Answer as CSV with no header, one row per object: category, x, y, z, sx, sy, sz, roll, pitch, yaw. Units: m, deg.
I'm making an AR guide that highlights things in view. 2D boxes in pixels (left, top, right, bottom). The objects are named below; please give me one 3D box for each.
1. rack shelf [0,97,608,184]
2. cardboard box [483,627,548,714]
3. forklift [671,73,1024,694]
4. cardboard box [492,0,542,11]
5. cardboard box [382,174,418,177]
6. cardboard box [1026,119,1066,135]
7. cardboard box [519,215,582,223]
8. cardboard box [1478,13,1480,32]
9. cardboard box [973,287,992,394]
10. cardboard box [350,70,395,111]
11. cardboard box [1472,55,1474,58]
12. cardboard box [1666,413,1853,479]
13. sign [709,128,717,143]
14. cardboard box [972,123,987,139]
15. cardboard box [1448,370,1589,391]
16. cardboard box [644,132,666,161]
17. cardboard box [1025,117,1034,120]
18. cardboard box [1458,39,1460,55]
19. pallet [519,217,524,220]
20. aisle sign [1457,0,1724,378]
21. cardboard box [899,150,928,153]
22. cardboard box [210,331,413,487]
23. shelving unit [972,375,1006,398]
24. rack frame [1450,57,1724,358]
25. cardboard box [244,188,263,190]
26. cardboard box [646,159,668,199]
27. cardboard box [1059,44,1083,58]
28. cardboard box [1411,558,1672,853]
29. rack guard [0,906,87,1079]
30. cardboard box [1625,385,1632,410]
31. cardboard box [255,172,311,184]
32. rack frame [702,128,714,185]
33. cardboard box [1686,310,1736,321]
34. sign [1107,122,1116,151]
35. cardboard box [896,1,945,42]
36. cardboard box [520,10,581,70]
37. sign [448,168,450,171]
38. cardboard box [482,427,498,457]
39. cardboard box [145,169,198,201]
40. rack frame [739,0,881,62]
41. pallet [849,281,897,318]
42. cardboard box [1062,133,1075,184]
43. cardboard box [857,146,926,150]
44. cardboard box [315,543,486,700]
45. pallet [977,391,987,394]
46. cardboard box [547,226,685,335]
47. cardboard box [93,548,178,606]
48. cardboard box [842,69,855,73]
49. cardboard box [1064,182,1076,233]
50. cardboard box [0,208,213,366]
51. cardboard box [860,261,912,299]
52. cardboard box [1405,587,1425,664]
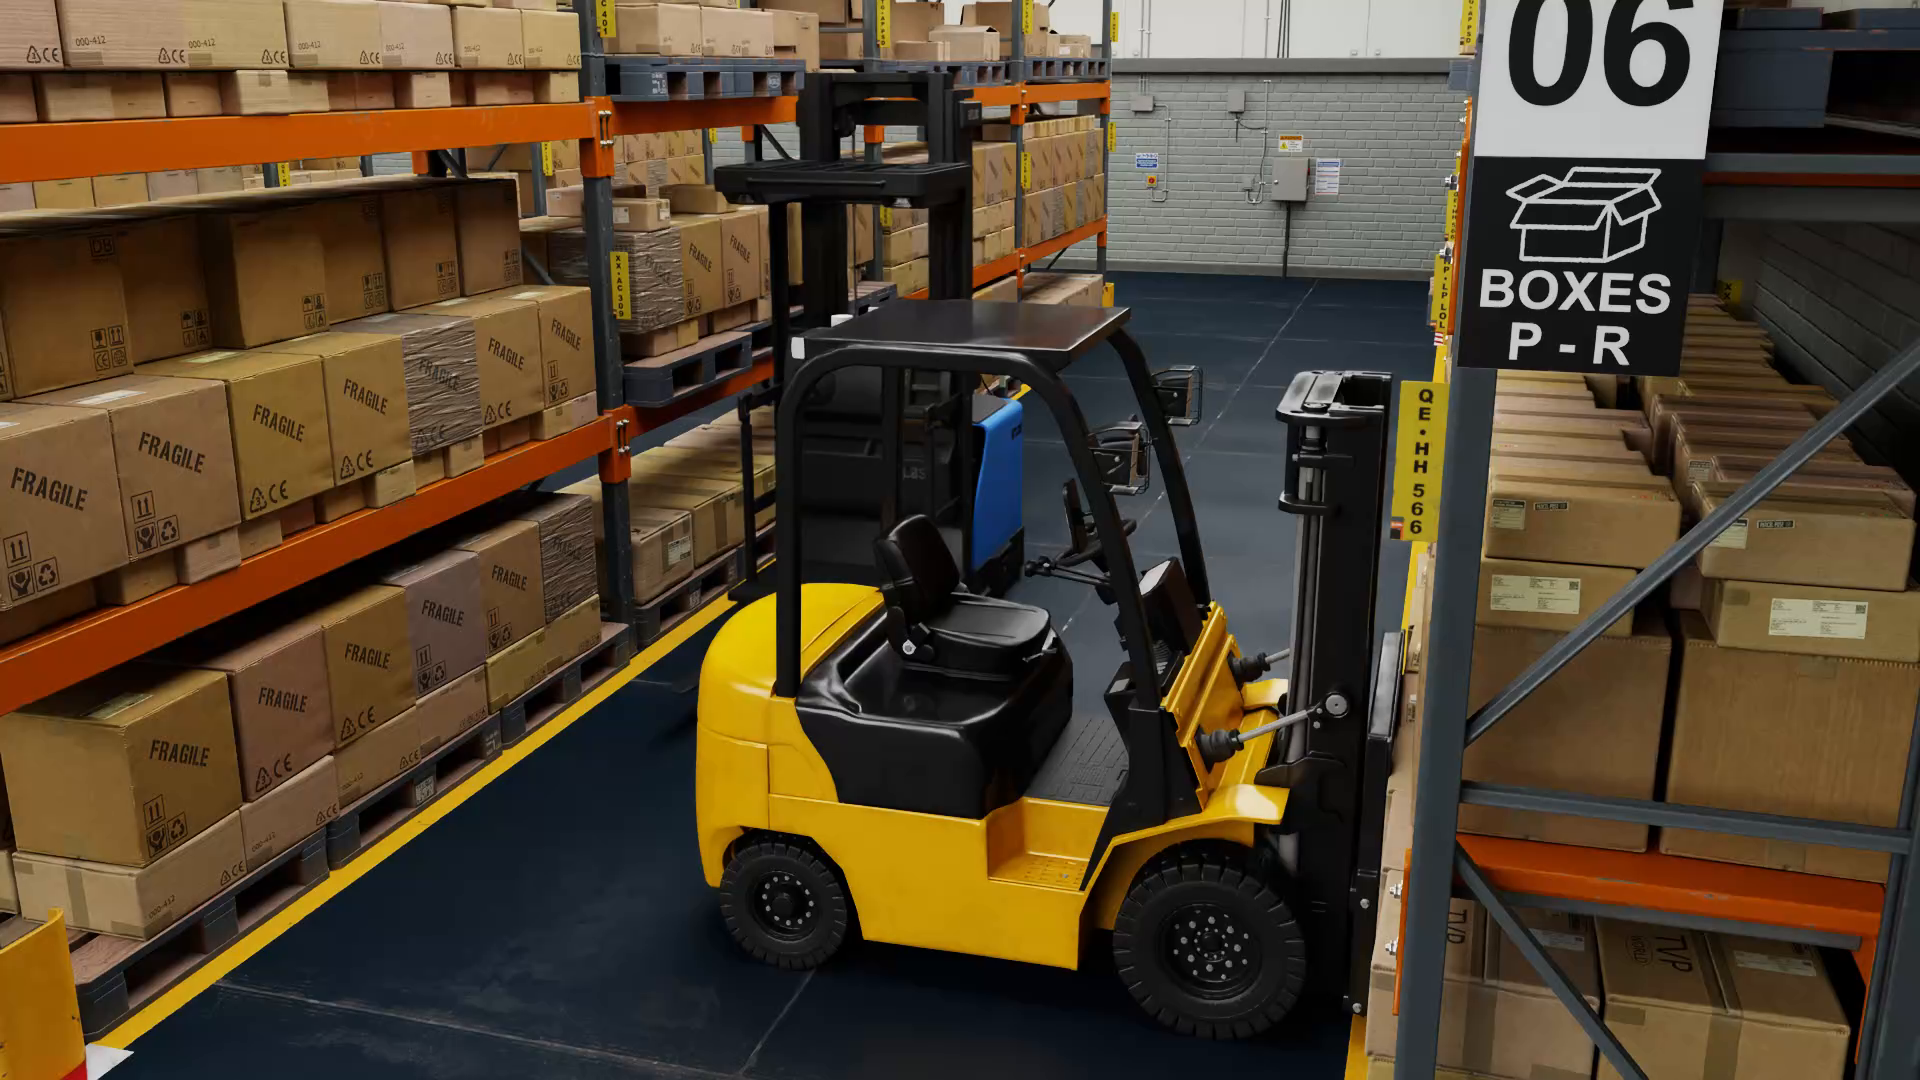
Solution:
rack shelf,-2.754,-1.442,6.237,1.077,0.370,4.000,5,16,16
cardboard box,-2.238,0.568,7.599,0.500,0.250,0.500,4,16,14
forklift,-0.543,-0.871,8.529,1.130,2.935,3.031,5,17,17
cardboard box,-2.067,-2.400,7.297,0.380,0.149,0.250,4,16,14
cardboard box,-5.389,-3.478,16.196,0.380,0.149,0.250,5,17,16
cardboard box,0.877,-4.262,17.154,0.380,0.149,0.250,5,16,16
cardboard box,-2.135,-1.530,9.228,0.500,0.500,0.500,5,17,16
cardboard box,1.937,-1.762,5.554,0.380,0.149,0.250,5,17,18
cardboard box,-0.261,-1.736,14.576,0.875,0.875,0.875,5,17,17
cardboard box,-2.444,-1.755,6.482,0.380,0.149,0.250,5,17,17
cardboard box,4.882,-4.374,14.985,0.500,0.250,0.500,4,16,14
cardboard box,1.991,-0.212,4.163,0.380,0.149,0.250,5,17,16
sign,-3.024,-5.026,20.351,0.100,0.325,0.005,5,16,16
cardboard box,0.049,-3.968,16.118,0.380,0.149,0.250,5,17,17
cardboard box,1.604,-0.393,4.800,0.380,0.149,0.250,5,17,17
cardboard box,-3.725,-4.629,19.092,0.500,0.500,0.500,6,17,19
cardboard box,0.586,-4.501,17.998,0.380,0.149,0.250,5,17,16
cardboard box,4.275,-4.037,13.577,0.380,0.149,0.250,5,17,16
pallet,-5.044,-3.038,16.394,1.003,0.211,1.213,5,16,16
aisle sign,1.137,-0.694,3.015,0.394,0.787,0.004,5,16,16
cardboard box,-0.234,-2.950,13.719,0.500,0.500,0.500,5,17,17
cardboard box,-2.498,-0.518,6.431,0.500,0.500,0.500,4,16,15
shelving unit,-0.002,-0.720,10.619,0.431,1.500,0.755,5,16,16
rack frame,2.574,-0.484,7.040,1.000,3.000,0.127,5,16,16
cardboard box,-5.976,-2.937,14.289,0.380,0.149,0.250,5,17,18
cardboard box,-3.718,-4.151,19.239,0.500,0.500,0.500,5,16,16
cardboard box,1.140,-5.339,18.168,0.380,0.149,0.250,3,16,12
cardboard box,1.326,0.365,3.862,0.500,0.500,0.500,4,16,15
rack guard,-3.301,1.361,5.115,1.175,0.500,0.348,5,16,16
cardboard box,2.366,-0.402,5.379,0.380,0.149,0.250,4,16,15
cardboard box,-8.449,-4.434,20.694,0.500,0.250,0.500,4,16,14
rack frame,-3.550,-4.365,20.722,1.000,3.000,0.127,5,16,16
cardboard box,2.600,-0.748,6.052,0.380,0.149,0.250,4,16,15
sign,1.741,-4.633,19.110,0.100,0.325,0.005,5,16,16
cardboard box,-0.441,-4.446,14.559,0.500,0.500,0.500,4,16,15
cardboard box,-2.054,-2.245,7.482,0.500,0.250,0.500,4,16,15
sign,-5.210,-3.775,17.056,0.100,0.325,0.005,5,16,16
cardboard box,-2.282,-0.448,7.371,0.380,0.149,0.250,4,16,15
cardboard box,-6.103,-2.552,12.315,0.700,0.500,0.500,4,16,15
rack frame,-1.049,-4.801,11.264,1.000,3.000,0.127,5,16,16
pallet,-1.150,-1.628,11.423,1.213,0.211,1.003,5,16,16
cardboard box,0.907,-3.993,17.393,0.500,0.500,0.500,5,16,15
cardboard box,-0.576,-3.131,14.356,0.500,0.500,0.500,4,16,14
cardboard box,-2.383,0.334,7.049,0.500,0.500,0.500,6,17,19
pallet,-0.404,-1.092,14.292,1.003,0.211,1.213,5,16,16
cardboard box,-1.778,-1.362,8.636,0.500,0.500,0.500,5,17,17
cardboard box,-2.816,0.096,5.454,0.380,0.149,0.250,4,16,14
cardboard box,-0.937,-3.138,11.360,0.380,0.149,0.250,5,16,16
cardboard box,0.913,-3.508,17.515,0.500,0.500,0.500,5,17,18
cardboard box,-3.189,-0.918,6.007,0.700,0.500,0.500,4,16,15
cardboard box,-0.669,-1.951,12.486,0.500,0.250,0.500,4,16,15
cardboard box,1.981,0.391,6.392,0.500,0.250,0.500,5,16,16
